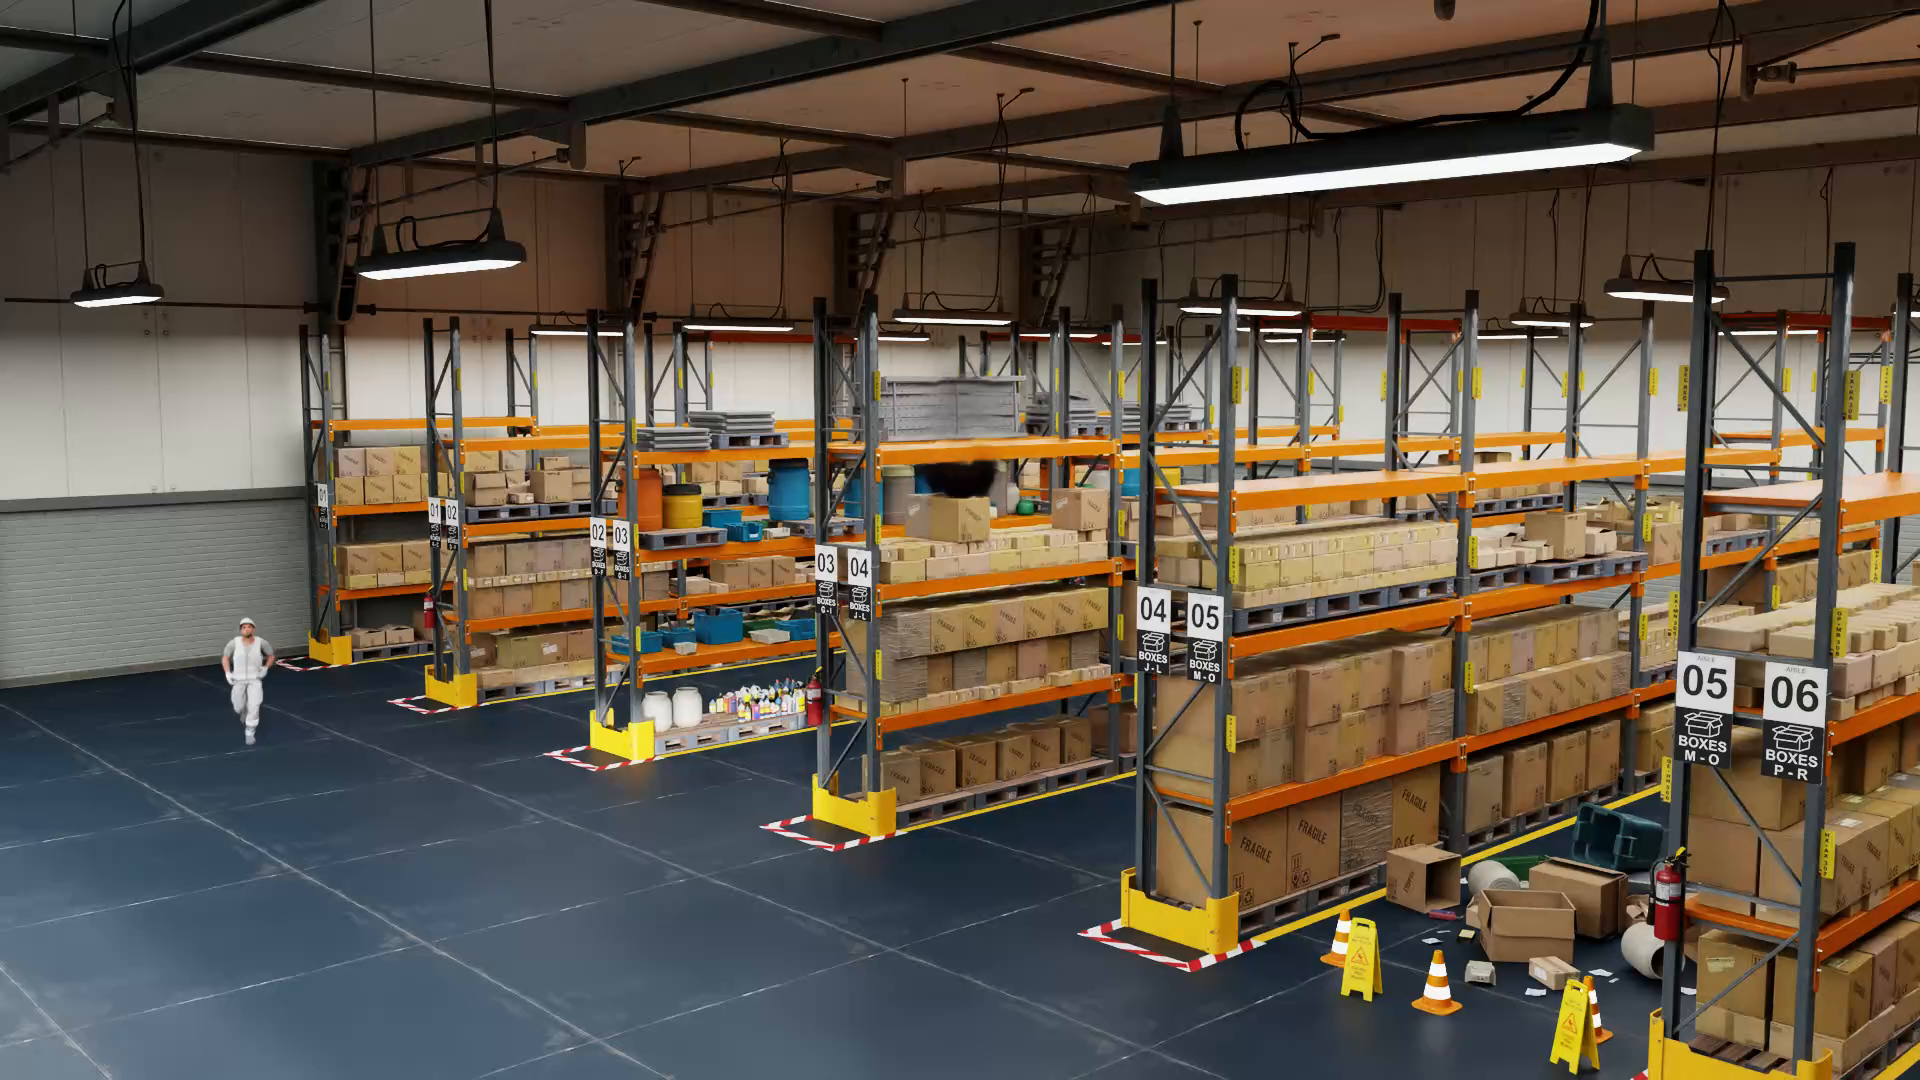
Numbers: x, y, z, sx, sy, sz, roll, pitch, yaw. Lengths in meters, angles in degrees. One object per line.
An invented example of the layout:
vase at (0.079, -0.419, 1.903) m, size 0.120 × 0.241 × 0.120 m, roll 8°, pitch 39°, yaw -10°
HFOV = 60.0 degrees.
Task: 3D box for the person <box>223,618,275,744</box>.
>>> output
person at (-9.985, 1.956, 23.366) m, size 0.685 × 1.740 × 0.671 m, roll -2°, pitch 6°, yaw -16°
